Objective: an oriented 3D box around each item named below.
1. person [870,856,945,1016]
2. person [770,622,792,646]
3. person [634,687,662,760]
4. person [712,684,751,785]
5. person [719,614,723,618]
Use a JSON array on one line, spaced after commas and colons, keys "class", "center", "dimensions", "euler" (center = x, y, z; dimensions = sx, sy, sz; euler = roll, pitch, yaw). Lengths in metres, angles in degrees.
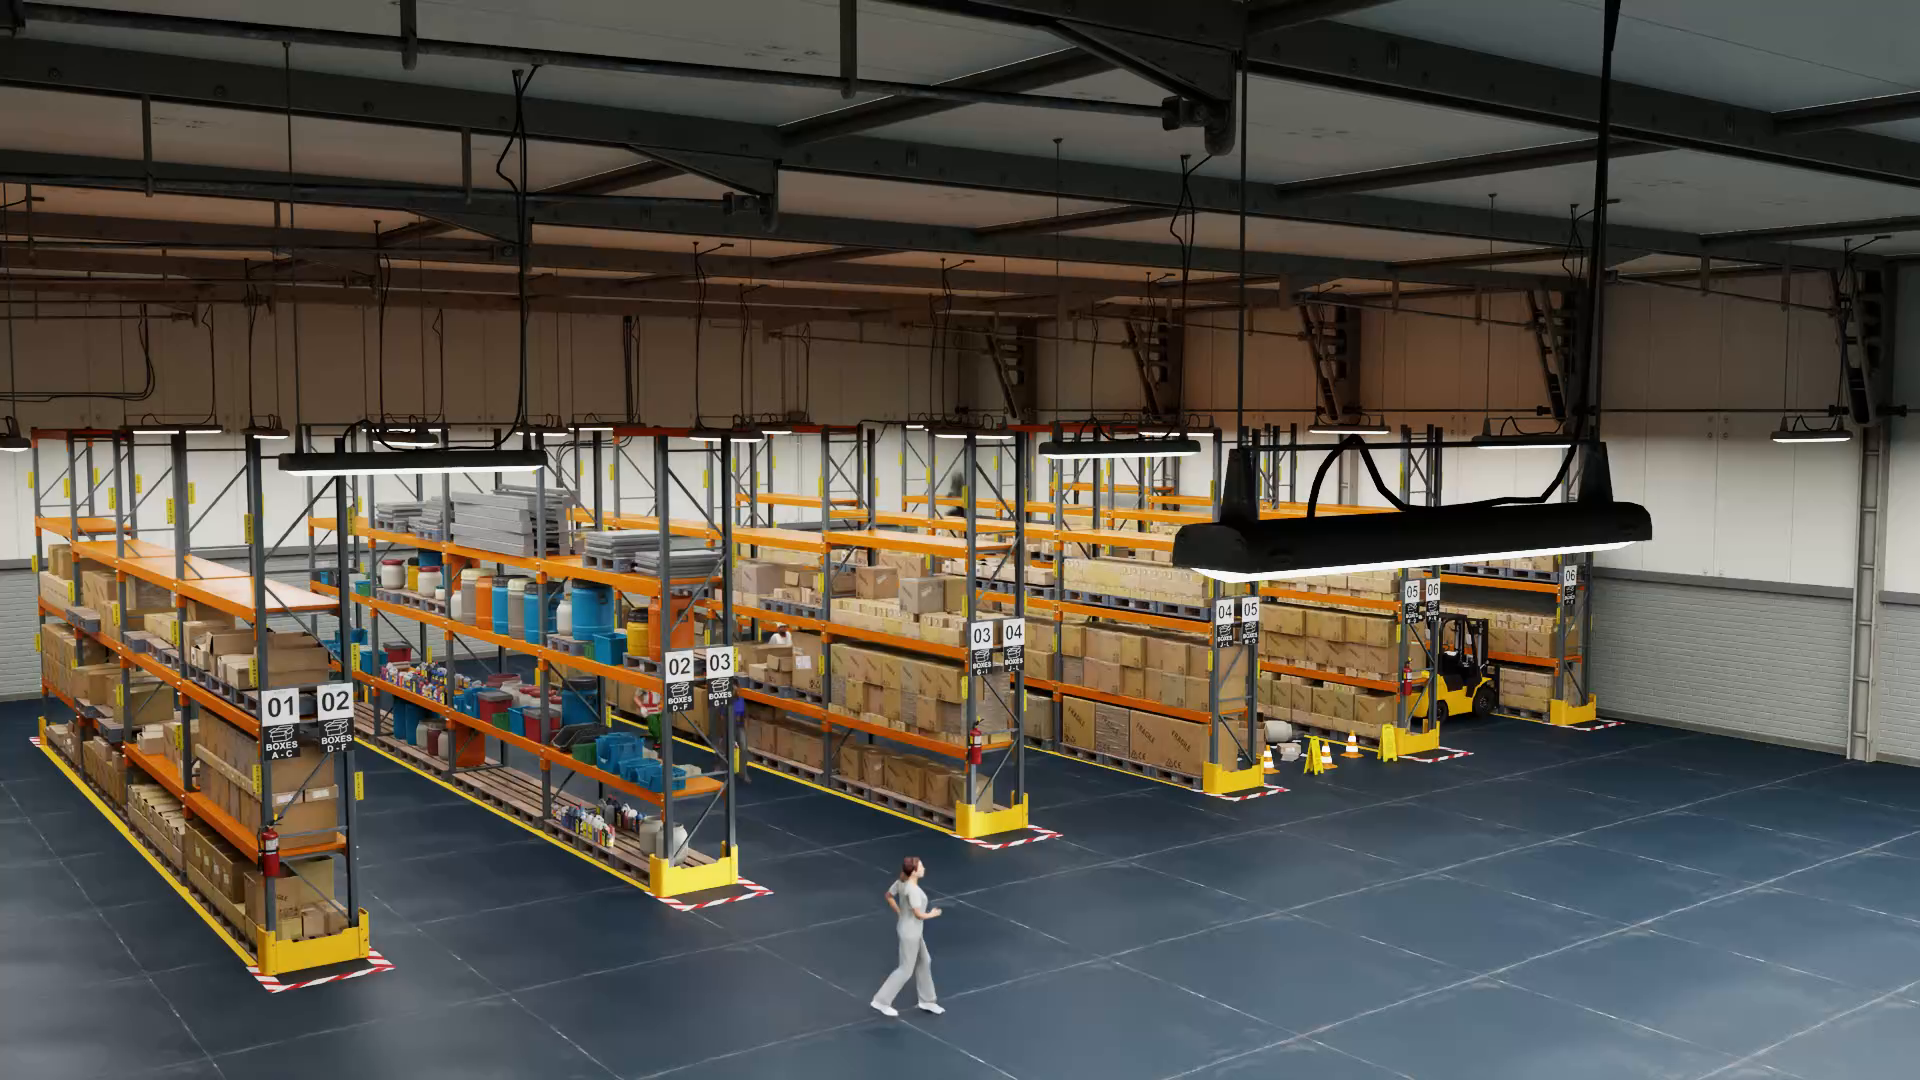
[{"class": "person", "center": [-0.544, 4.143, 17.305], "dimensions": [0.820, 1.704, 0.580], "euler": [-1, 5, -16]}, {"class": "person", "center": [-3.809, 2.615, 35.997], "dimensions": [0.698, 1.765, 0.858], "euler": [-2, 5, -29]}, {"class": "person", "center": [-5.522, 3.118, 29.950], "dimensions": [0.603, 1.743, 0.656], "euler": [4, 6, 42]}, {"class": "person", "center": [-3.873, 3.279, 28.408], "dimensions": [0.587, 1.684, 0.934], "euler": [-3, 6, -36]}, {"class": "person", "center": [-5.508, 2.530, 38.300], "dimensions": [0.635, 1.631, 0.590], "euler": [-3, 5, -30]}]
